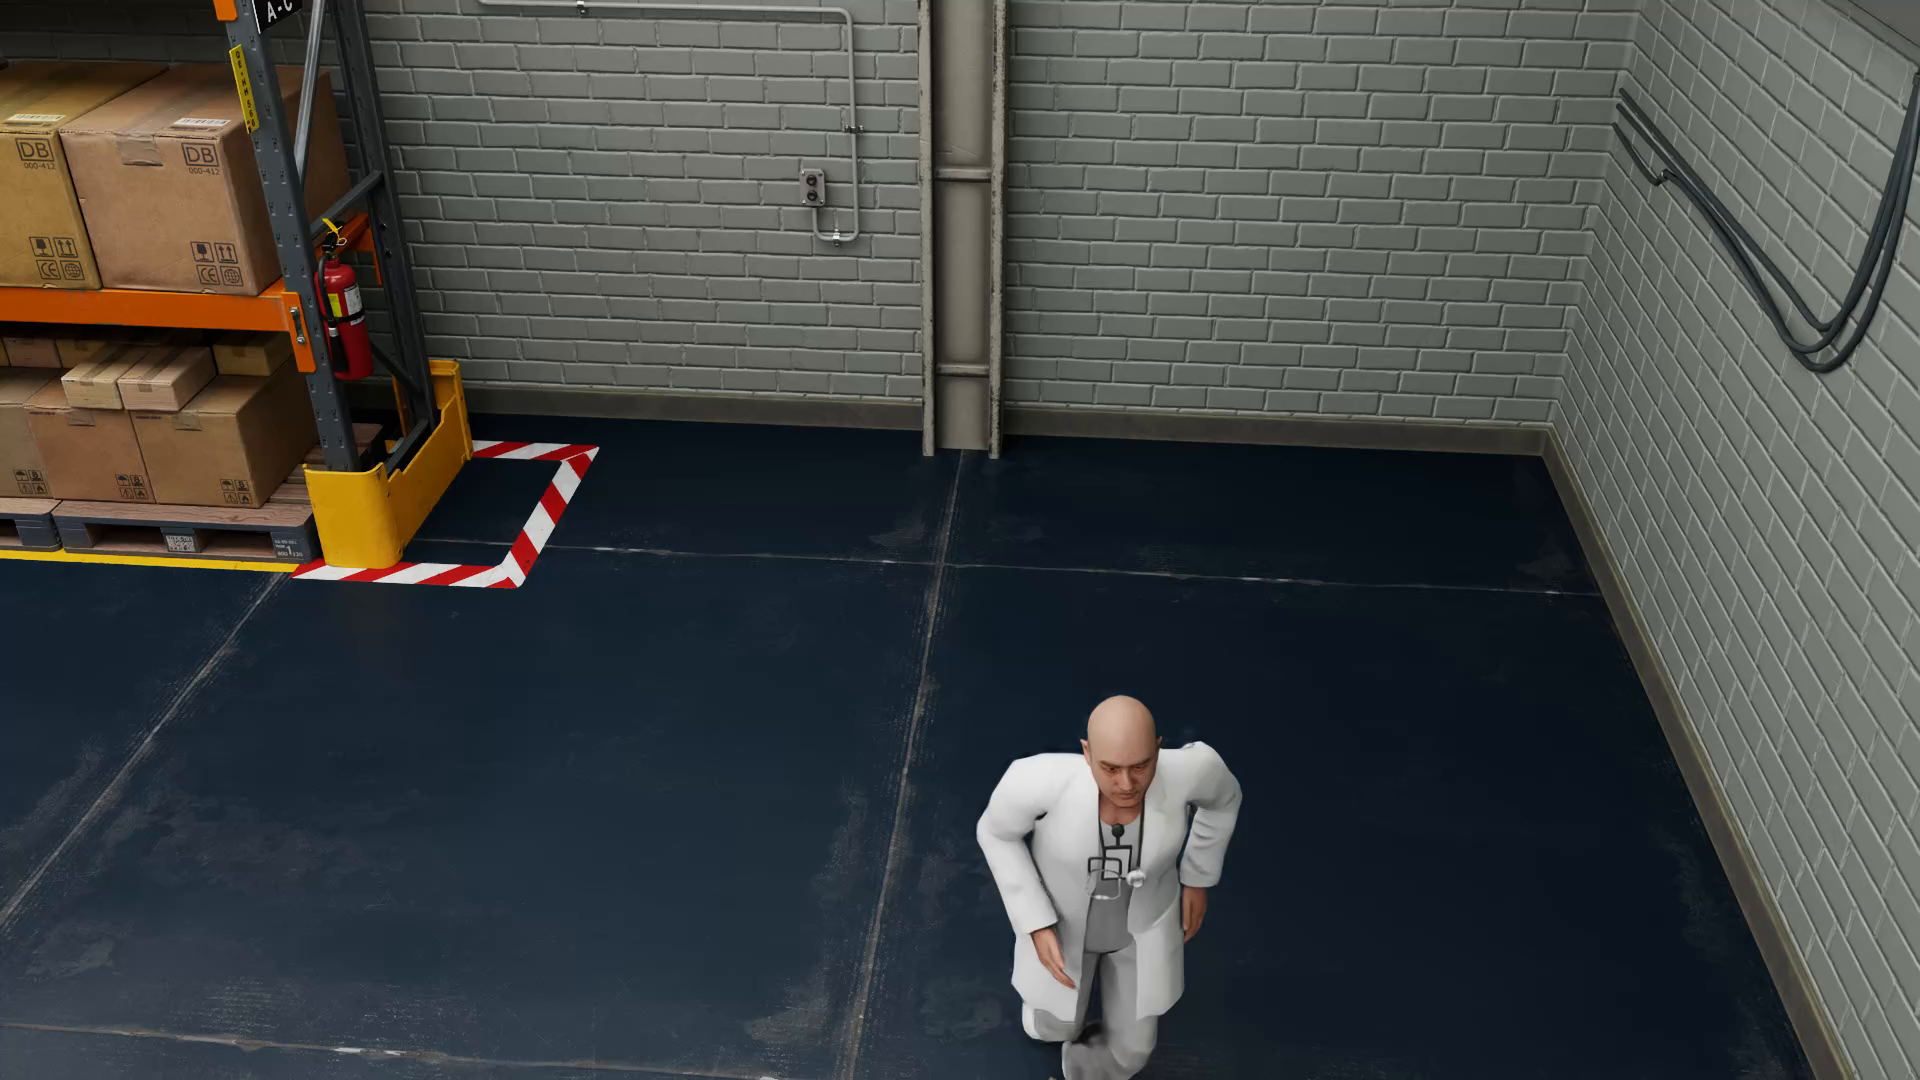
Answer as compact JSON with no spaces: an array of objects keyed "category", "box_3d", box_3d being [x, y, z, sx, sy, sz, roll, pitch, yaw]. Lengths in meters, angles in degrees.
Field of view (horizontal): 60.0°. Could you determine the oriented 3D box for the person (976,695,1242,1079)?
[{"category":"person","box_3d":[0.397,0.971,4.659,0.714,1.695,0.826,0,32,-1]}]
